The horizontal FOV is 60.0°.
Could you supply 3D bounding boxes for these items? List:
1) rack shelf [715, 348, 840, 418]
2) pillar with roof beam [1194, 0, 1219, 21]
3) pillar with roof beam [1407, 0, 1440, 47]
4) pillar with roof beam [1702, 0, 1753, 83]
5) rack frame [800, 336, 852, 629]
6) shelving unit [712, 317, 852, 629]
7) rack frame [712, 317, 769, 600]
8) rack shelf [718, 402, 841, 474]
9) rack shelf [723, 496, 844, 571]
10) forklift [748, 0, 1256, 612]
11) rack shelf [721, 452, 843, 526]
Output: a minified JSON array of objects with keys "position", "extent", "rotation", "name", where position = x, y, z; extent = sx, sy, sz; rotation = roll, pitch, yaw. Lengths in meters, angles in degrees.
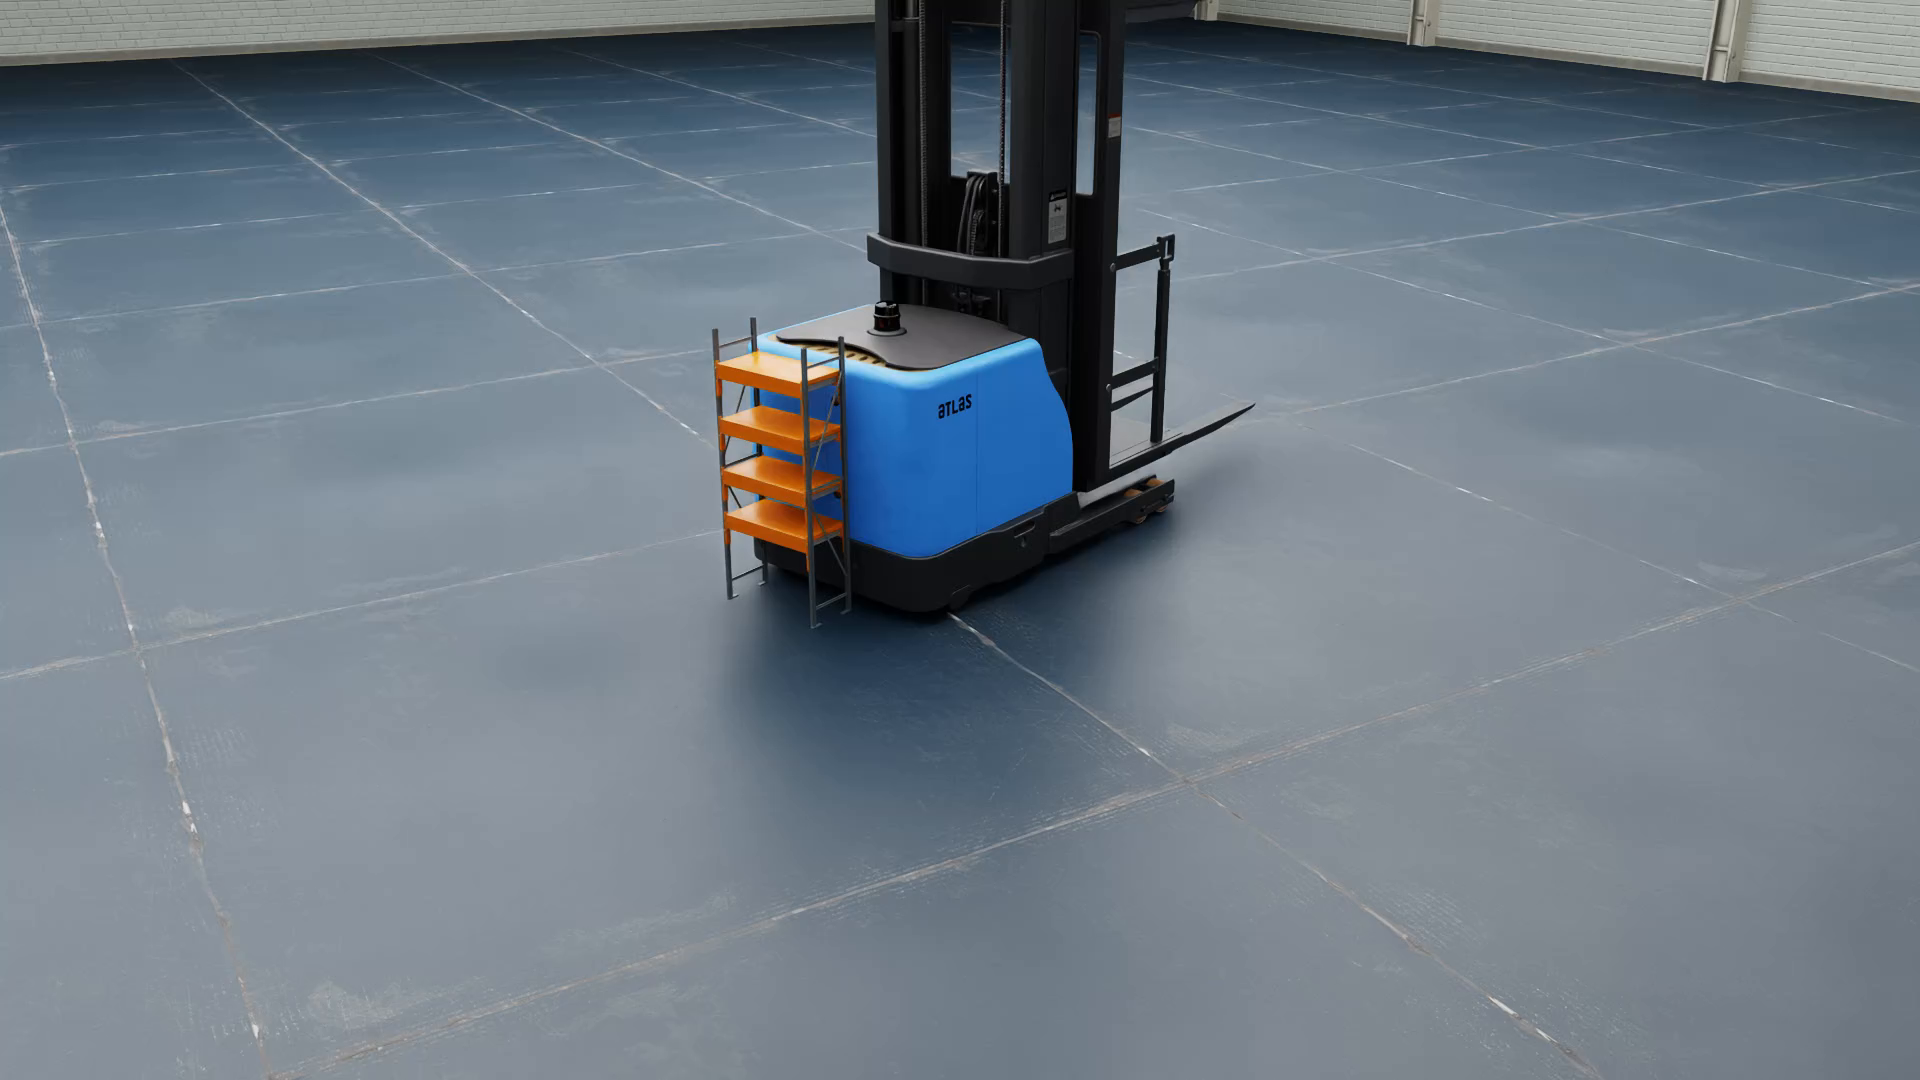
[{"position":[-0.733,-0.643,6.755],"extent":[0.480,0.148,0.258],"rotation":[16,27,35],"name":"rack shelf"},{"position":[1.322,-13.961,30.209],"extent":[9.100,9.000,0.400],"rotation":[-13,25,-28],"name":"pillar with roof beam"},{"position":[4.387,-12.019,25.431],"extent":[9.100,9.000,0.400],"rotation":[-13,25,-28],"name":"pillar with roof beam"},{"position":[7.452,-10.077,20.652],"extent":[9.100,9.000,0.400],"rotation":[-13,25,-28],"name":"pillar with roof beam"},{"position":[-0.541,-0.222,6.765],"extent":[0.015,1.200,0.240],"rotation":[16,27,35],"name":"rack frame"},{"position":[-0.733,-0.279,6.903],"extent":[0.503,1.200,0.258],"rotation":[16,27,35],"name":"shelving unit"},{"position":[-0.926,-0.335,7.042],"extent":[0.015,1.200,0.240],"rotation":[16,27,35],"name":"rack frame"},{"position":[-0.733,-0.423,6.845],"extent":[0.480,0.148,0.258],"rotation":[16,27,35],"name":"rack shelf"},{"position":[-0.733,-0.032,7.004],"extent":[0.480,0.148,0.258],"rotation":[16,27,35],"name":"rack shelf"},{"position":[0.398,-1.541,7.711],"extent":[1.130,2.935,3.031],"rotation":[17,28,36],"name":"forklift"},{"position":[-0.733,-0.216,6.929],"extent":[0.480,0.148,0.258],"rotation":[16,27,35],"name":"rack shelf"}]
